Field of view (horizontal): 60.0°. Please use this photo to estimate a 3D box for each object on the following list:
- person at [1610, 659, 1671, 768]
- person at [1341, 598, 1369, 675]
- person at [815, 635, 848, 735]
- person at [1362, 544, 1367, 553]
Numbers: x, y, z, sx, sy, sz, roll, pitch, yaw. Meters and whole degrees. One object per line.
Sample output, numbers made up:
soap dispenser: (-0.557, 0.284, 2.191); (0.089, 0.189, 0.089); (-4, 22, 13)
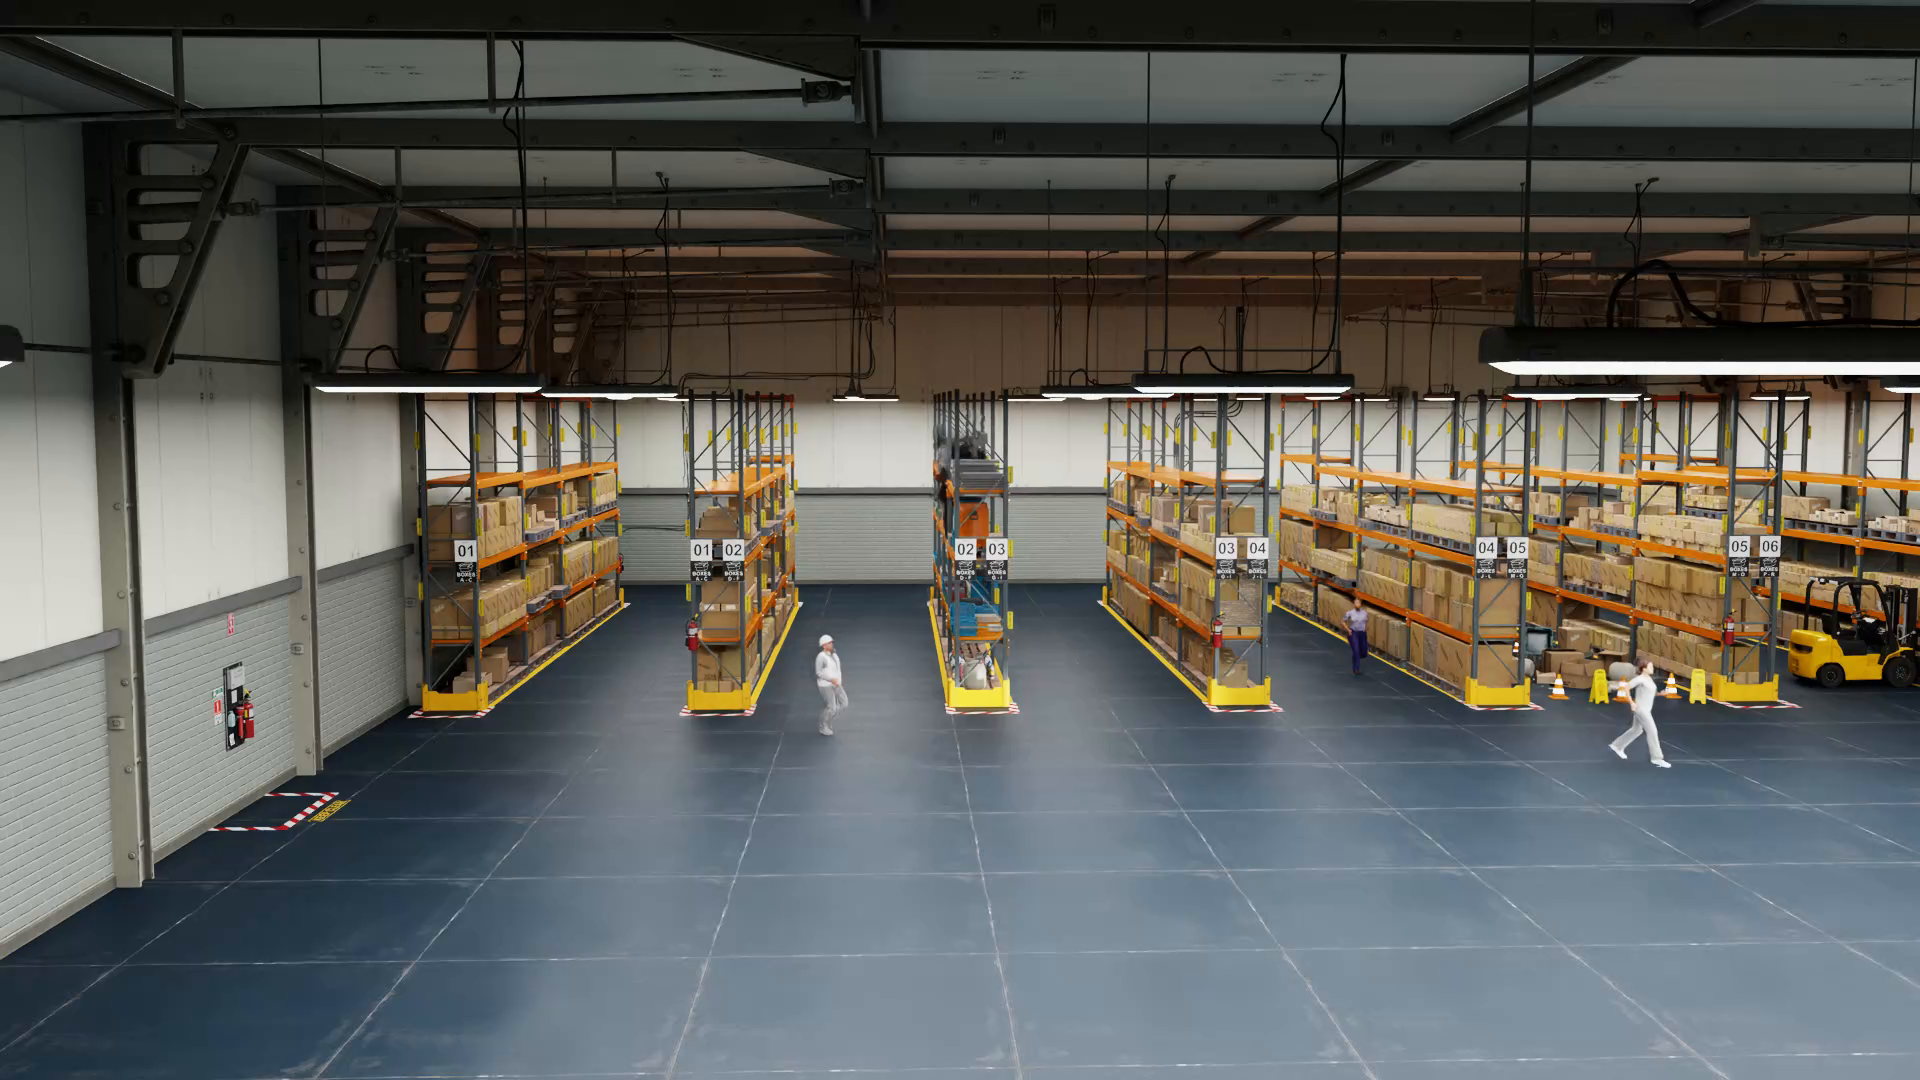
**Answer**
person: (10.789, 2.712, 26.334); (0.953, 1.675, 0.554); (4, 6, 37)
person: (8.431, 2.048, 35.381); (0.613, 1.581, 0.669); (-1, 5, -9)
person: (-2.231, 2.508, 28.840); (0.522, 1.732, 0.650); (3, 5, 29)
person: (11.950, 0.971, 49.243); (0.701, 1.548, 0.506); (0, 5, 5)
